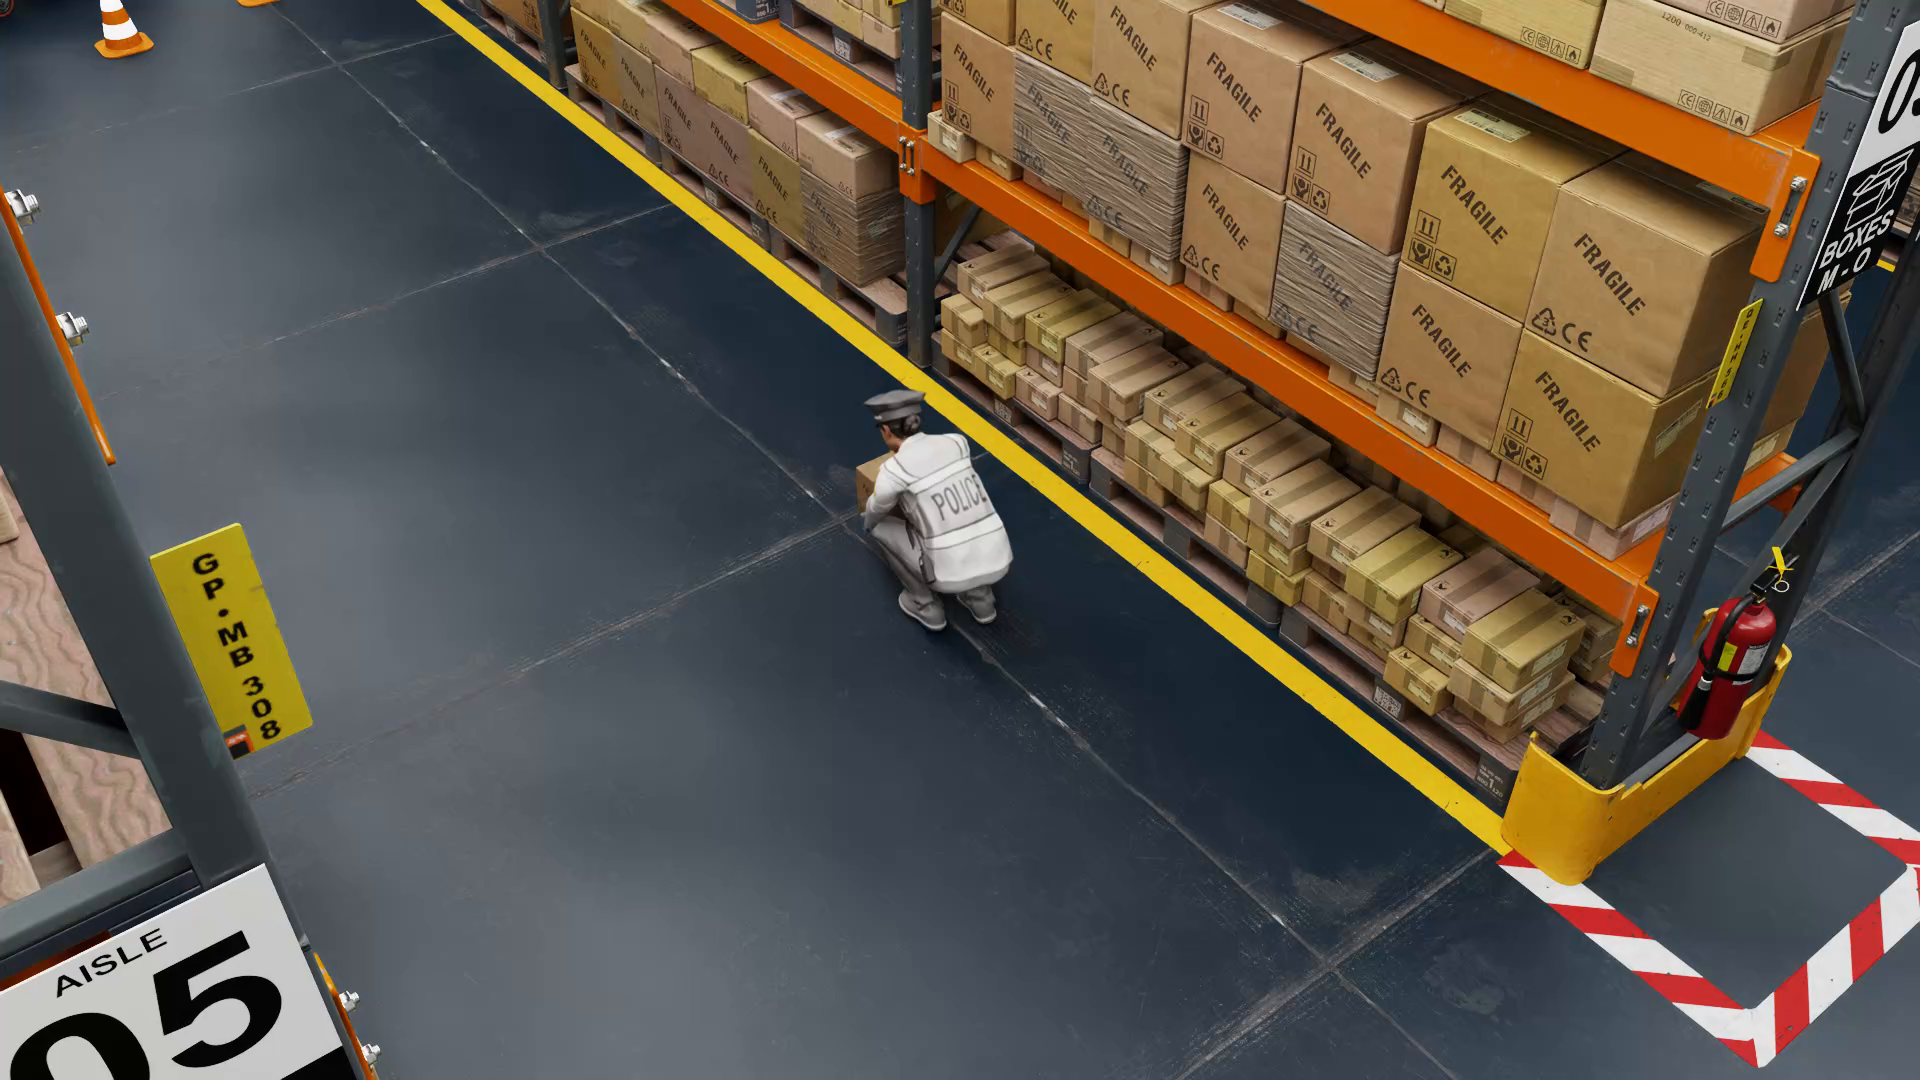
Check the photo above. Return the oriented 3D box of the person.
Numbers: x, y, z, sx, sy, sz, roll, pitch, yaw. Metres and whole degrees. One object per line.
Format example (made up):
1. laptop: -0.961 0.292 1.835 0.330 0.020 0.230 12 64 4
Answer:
1. person: -0.120 -0.135 6.857 0.469 0.976 0.847 -20 44 -21
